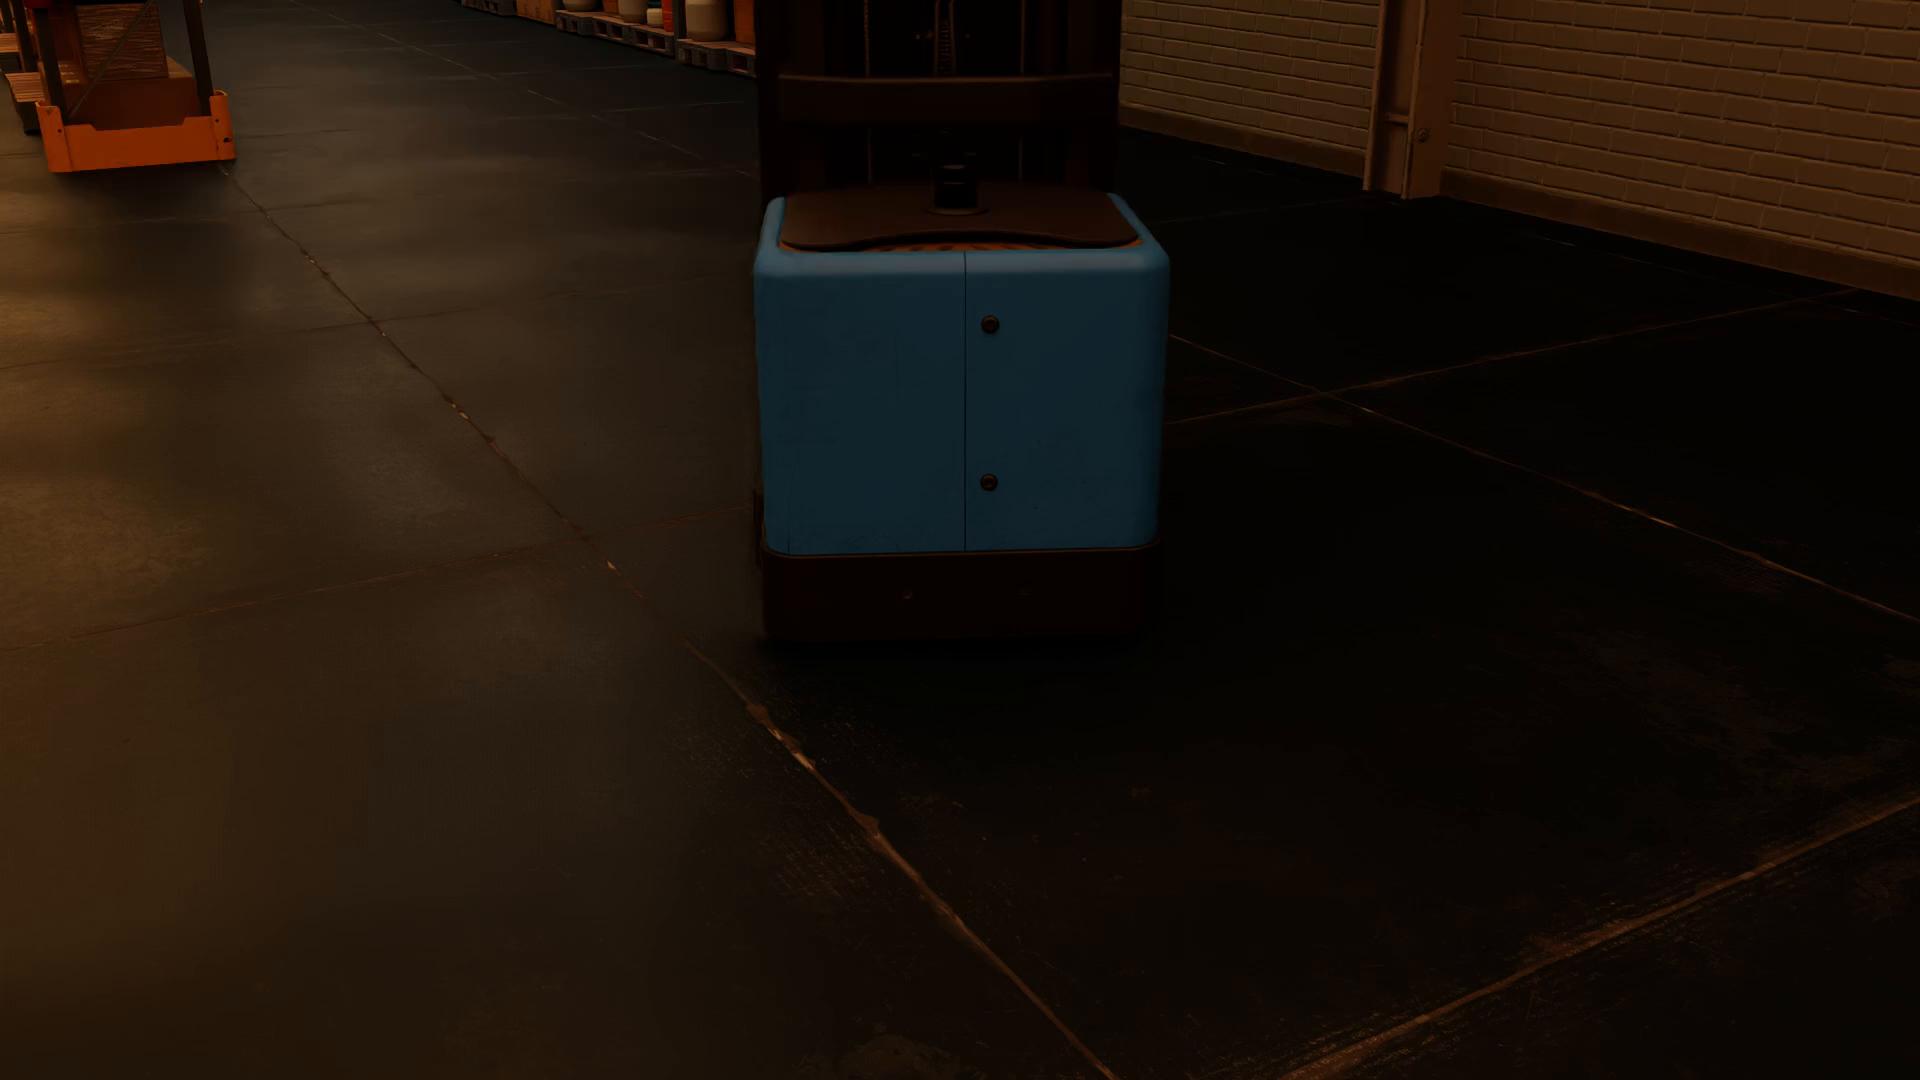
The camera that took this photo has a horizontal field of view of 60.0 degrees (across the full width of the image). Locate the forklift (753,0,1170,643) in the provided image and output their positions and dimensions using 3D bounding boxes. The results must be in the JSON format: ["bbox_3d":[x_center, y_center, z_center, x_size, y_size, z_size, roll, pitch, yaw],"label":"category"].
[{"bbox_3d":[-0.082,-1.607,5.190,1.130,2.935,3.031,-1,22,-3],"label":"forklift"}]
